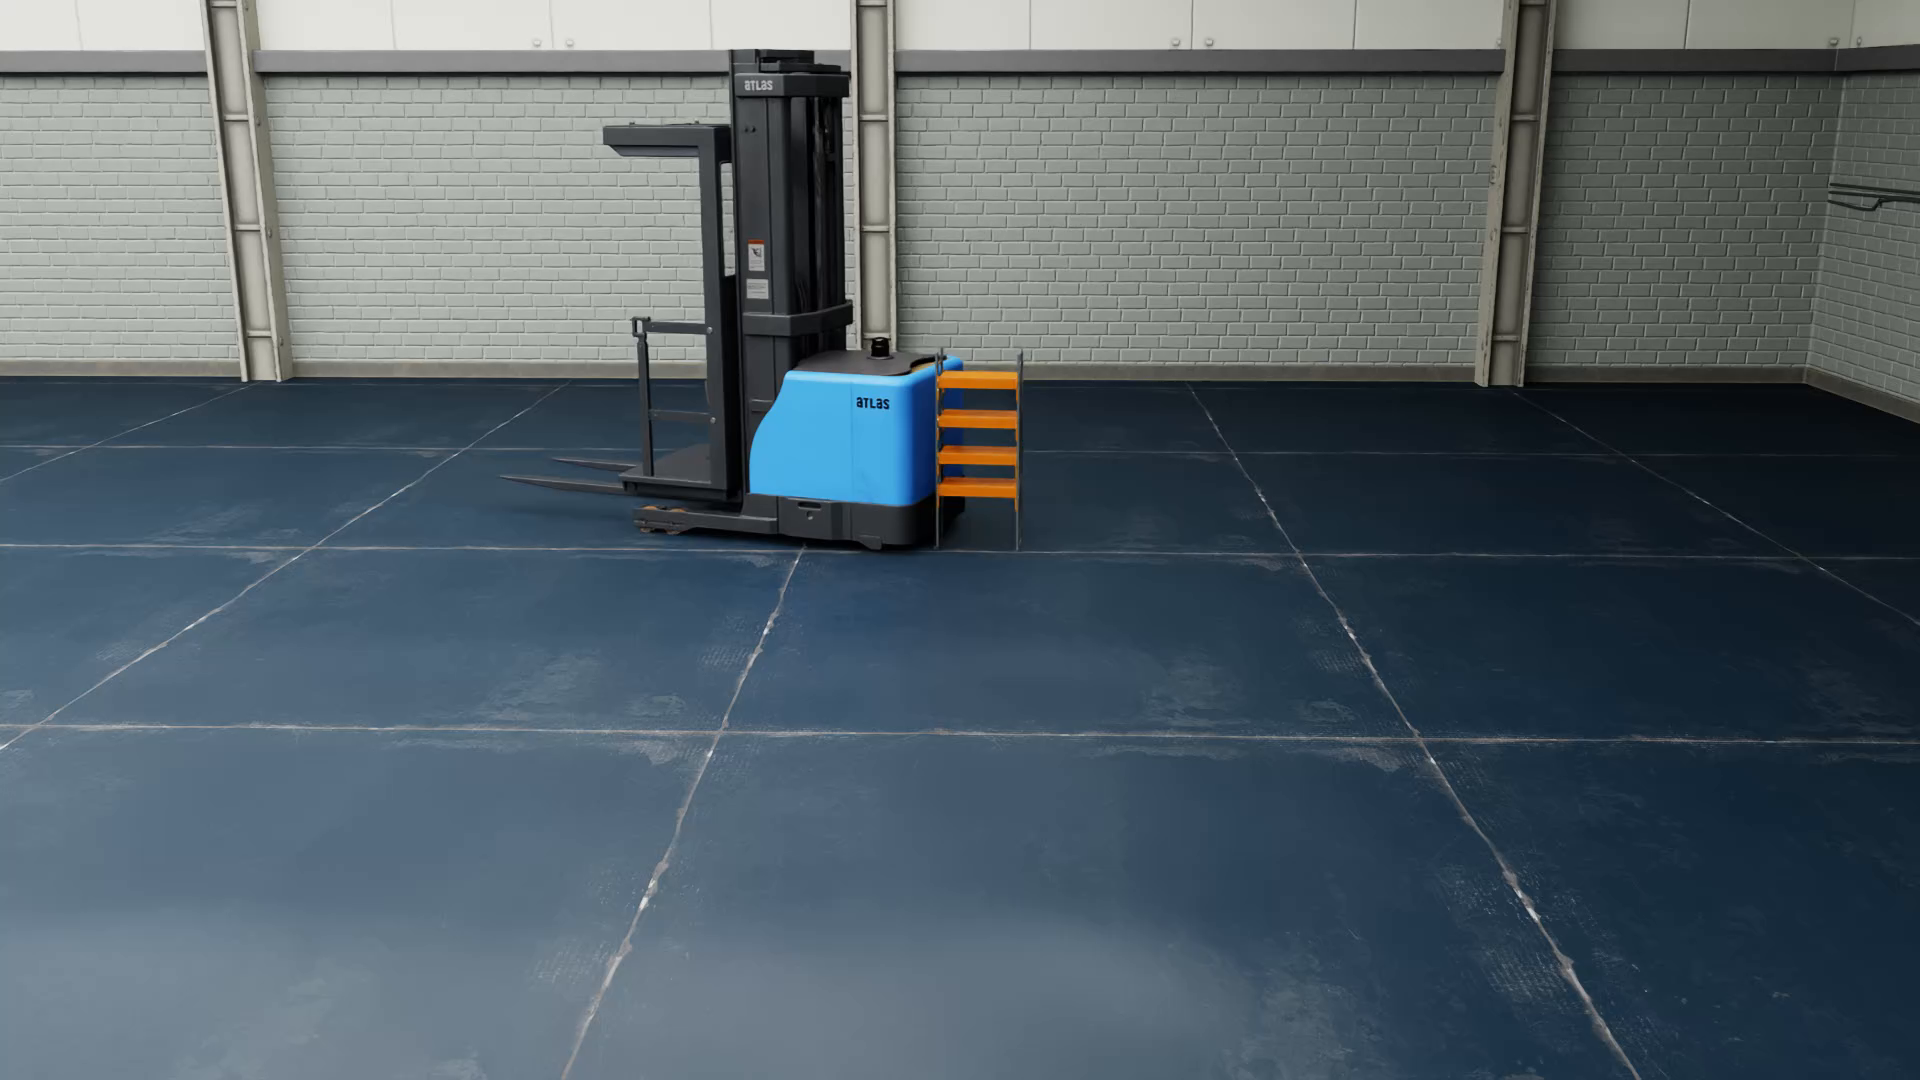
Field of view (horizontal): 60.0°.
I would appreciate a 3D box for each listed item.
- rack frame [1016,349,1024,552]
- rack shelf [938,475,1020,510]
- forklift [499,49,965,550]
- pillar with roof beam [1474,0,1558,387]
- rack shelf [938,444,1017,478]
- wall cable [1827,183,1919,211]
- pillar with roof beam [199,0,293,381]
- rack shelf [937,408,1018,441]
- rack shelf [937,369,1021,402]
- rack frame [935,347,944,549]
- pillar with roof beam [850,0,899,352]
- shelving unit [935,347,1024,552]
[{"bbox_3d":[0.361,-0.539,10.031,0.015,1.200,0.240,2,15,7],"label":"rack frame"},{"bbox_3d":[0.119,-0.290,10.128,0.480,0.148,0.258,2,15,7],"label":"rack shelf"},{"bbox_3d":[-1.537,-1.568,10.539,3.031,2.935,1.130,5,16,20],"label":"forklift"},{"bbox_3d":[5.087,-4.760,10.740,0.400,9.000,9.100,0,15,1],"label":"pillar with roof beam"},{"bbox_3d":[0.119,-0.482,10.077,0.480,0.148,0.258,2,15,7],"label":"rack shelf"},{"bbox_3d":[8.109,-4.000,13.946,0.112,2.526,3.097,0,15,1],"label":"wall cable"},{"bbox_3d":[-6.909,-4.838,11.036,0.400,9.000,9.100,0,15,1],"label":"pillar with roof beam"},{"bbox_3d":[0.119,-0.698,10.020,0.480,0.148,0.258,2,15,7],"label":"rack shelf"},{"bbox_3d":[0.119,-0.927,9.960,0.480,0.148,0.258,2,15,7],"label":"rack shelf"},{"bbox_3d":[-0.123,-0.554,10.090,0.015,1.200,0.240,2,15,7],"label":"rack frame"},{"bbox_3d":[-0.911,-4.799,10.888,0.400,9.000,9.100,0,15,1],"label":"pillar with roof beam"},{"bbox_3d":[0.119,-0.547,10.060,0.503,1.200,0.258,2,15,7],"label":"shelving unit"}]
